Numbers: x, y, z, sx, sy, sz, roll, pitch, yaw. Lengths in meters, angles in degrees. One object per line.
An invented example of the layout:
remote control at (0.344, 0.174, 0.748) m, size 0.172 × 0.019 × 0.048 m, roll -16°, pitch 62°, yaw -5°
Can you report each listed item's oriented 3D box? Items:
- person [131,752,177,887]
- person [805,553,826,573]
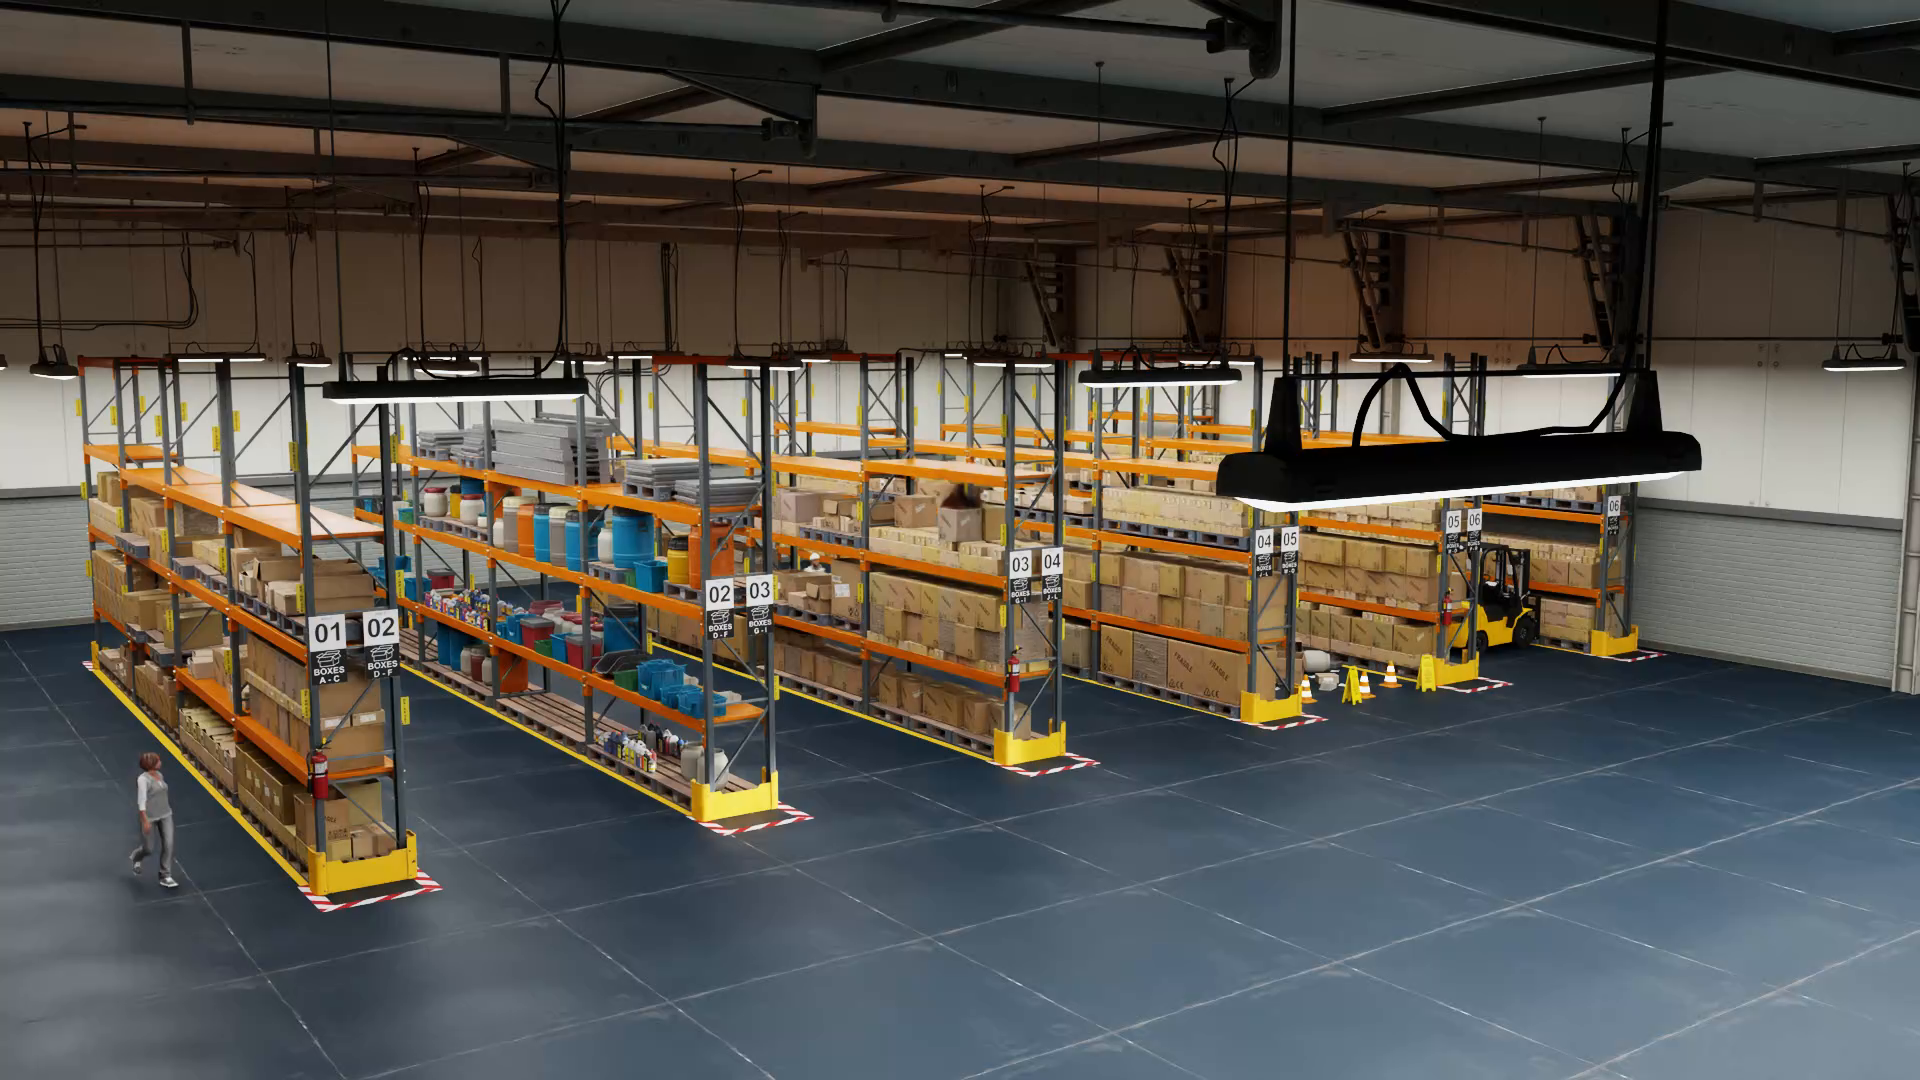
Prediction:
person at (-9.368, 3.217, 19.281) m, size 0.679 × 1.571 × 0.406 m, roll 6°, pitch 9°, yaw 41°
person at (-3.071, 1.145, 35.693) m, size 0.595 × 1.734 × 0.988 m, roll -5°, pitch 9°, yaw -37°
